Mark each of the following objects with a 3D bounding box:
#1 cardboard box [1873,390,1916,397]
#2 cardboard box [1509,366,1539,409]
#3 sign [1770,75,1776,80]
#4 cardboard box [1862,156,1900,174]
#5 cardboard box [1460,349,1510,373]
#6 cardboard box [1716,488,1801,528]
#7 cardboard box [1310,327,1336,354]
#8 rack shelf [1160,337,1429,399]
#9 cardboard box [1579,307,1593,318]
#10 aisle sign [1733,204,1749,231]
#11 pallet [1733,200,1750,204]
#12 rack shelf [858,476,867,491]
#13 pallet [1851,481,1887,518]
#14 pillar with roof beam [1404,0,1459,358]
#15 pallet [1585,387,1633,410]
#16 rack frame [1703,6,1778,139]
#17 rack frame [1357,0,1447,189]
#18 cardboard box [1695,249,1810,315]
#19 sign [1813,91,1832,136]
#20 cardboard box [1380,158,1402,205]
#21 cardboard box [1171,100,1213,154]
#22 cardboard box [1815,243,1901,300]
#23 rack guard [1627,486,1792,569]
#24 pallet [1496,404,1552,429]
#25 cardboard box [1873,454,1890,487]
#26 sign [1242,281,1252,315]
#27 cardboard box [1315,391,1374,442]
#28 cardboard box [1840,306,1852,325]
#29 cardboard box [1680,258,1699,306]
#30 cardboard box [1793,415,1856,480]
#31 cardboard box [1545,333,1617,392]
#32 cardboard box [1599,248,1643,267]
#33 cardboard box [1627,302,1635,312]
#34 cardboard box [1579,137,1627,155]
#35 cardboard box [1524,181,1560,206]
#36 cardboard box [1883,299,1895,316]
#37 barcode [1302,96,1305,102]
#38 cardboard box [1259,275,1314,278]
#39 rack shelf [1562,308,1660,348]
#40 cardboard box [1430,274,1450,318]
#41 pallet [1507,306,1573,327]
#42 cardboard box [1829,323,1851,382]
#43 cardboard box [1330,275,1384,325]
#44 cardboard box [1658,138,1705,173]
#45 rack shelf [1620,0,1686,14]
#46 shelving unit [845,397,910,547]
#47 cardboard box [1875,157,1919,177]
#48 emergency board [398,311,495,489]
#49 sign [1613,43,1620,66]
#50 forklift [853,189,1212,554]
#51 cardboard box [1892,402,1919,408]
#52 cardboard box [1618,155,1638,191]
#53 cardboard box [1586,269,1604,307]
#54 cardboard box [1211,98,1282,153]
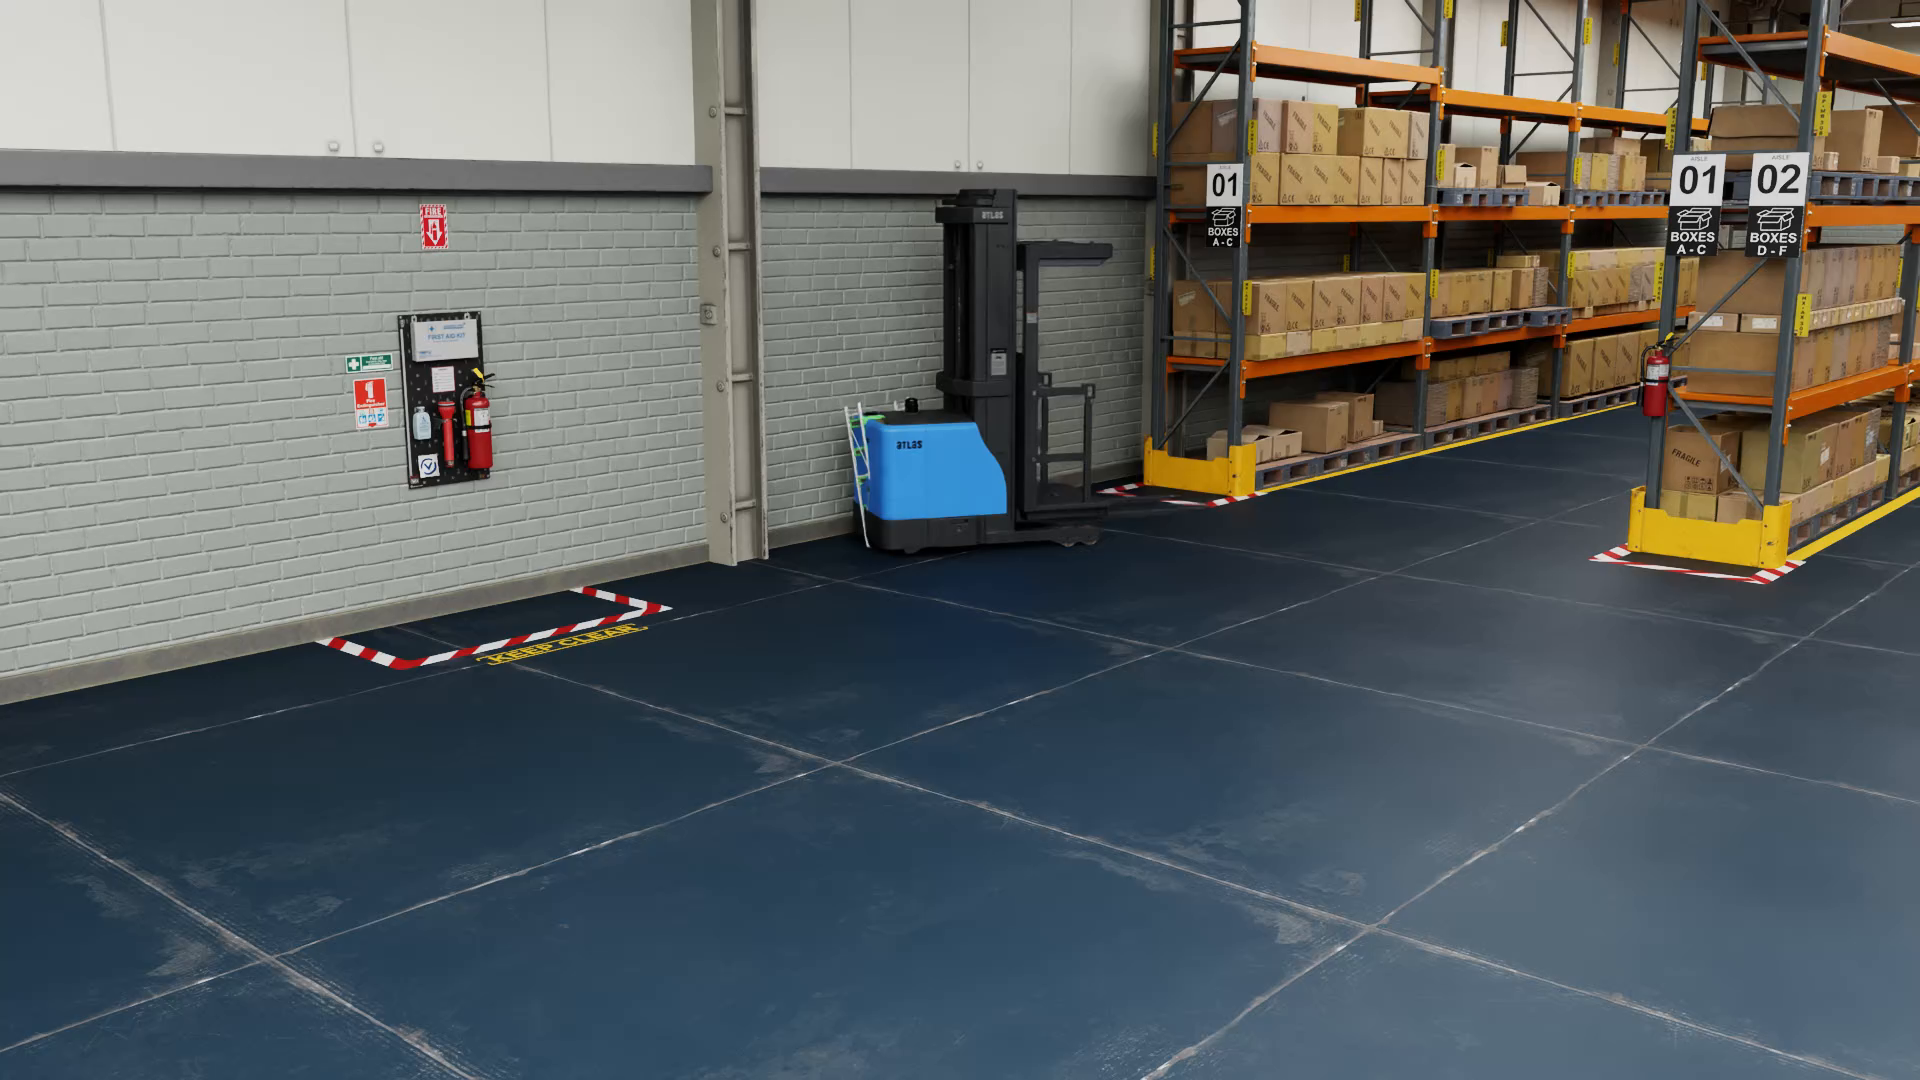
[{"bbox_3d":[10.455,-1.533,18.746,0.500,0.311,0.500,9,15,39],"label":"cardboard box"},{"bbox_3d":[7.203,-2.036,22.003,0.700,0.500,0.500,10,15,41],"label":"cardboard box"},{"bbox_3d":[13.318,-7.702,27.210,0.100,0.325,0.005,10,15,40],"label":"sign"},{"bbox_3d":[8.131,-3.339,14.825,0.380,0.149,0.250,10,15,40],"label":"cardboard box"},{"bbox_3d":[6.779,-2.327,21.550,0.500,0.250,0.500,10,15,41],"label":"cardboard box"},{"bbox_3d":[6.602,-0.249,13.748,0.500,0.250,0.500,10,15,40],"label":"cardboard box"},{"bbox_3d":[3.591,-2.101,17.402,0.500,0.250,0.500,9,15,39],"label":"cardboard box"},{"bbox_3d":[3.678,-1.923,18.016,1.077,0.370,4.000,10,15,40],"label":"rack shelf"},{"bbox_3d":[8.442,-3.127,22.801,0.380,0.149,0.250,10,15,42],"label":"cardboard box"},{"bbox_3d":[13.192,-5.582,27.862,0.394,0.787,0.004,10,15,40],"label":"aisle sign"},{"bbox_3d":[12.438,-5.652,27.420,1.003,0.211,1.213,10,15,40],"label":"pallet"},{"bbox_3d":[-0.593,-0.505,13.970,0.480,0.148,0.258,-10,1,-33],"label":"rack shelf"},{"bbox_3d":[8.165,-0.451,15.929,1.003,0.211,1.213,10,15,40],"label":"pallet"},{"bbox_3d":[9.365,-5.464,18.593,9.100,9.000,0.400,10,15,40],"label":"pillar with roof beam"},{"bbox_3d":[9.021,-2.076,24.065,1.003,0.211,1.213,10,15,40],"label":"pallet"},{"bbox_3d":[12.920,-7.277,27.671,1.000,3.000,0.127,10,15,40],"label":"rack frame"},{"bbox_3d":[4.998,-5.512,18.831,1.000,3.000,0.127,10,15,40],"label":"rack frame"},{"bbox_3d":[6.434,-2.101,13.506,0.700,0.500,0.500,10,15,41],"label":"cardboard box"},{"bbox_3d":[6.494,-3.207,12.518,0.100,0.325,0.005,10,15,40],"label":"sign"},{"bbox_3d":[4.507,-3.921,18.217,0.500,0.500,0.500,8,14,36],"label":"cardboard box"},{"bbox_3d":[2.446,-4.099,16.556,0.500,0.500,0.500,11,15,43],"label":"cardboard box"},{"bbox_3d":[8.434,-2.549,15.747,0.700,0.500,0.500,10,15,41],"label":"cardboard box"},{"bbox_3d":[6.066,-0.112,13.495,1.175,0.500,0.348,10,15,40],"label":"rack guard"},{"bbox_3d":[7.122,-1.676,22.064,1.003,0.211,1.213,10,15,40],"label":"pallet"},{"bbox_3d":[8.580,-0.691,15.960,0.500,0.250,0.500,10,15,40],"label":"cardboard box"},{"bbox_3d":[2.766,-2.336,16.036,0.100,0.325,0.005,10,15,40],"label":"sign"},{"bbox_3d":[4.343,-1.402,18.830,0.500,0.500,0.500,8,14,36],"label":"cardboard box"},{"bbox_3d":[7.517,-1.964,14.476,0.380,0.149,0.250,10,15,41],"label":"cardboard box"},{"bbox_3d":[11.135,-4.078,26.205,0.980,0.700,0.700,9,15,39],"label":"cardboard box"},{"bbox_3d":[7.595,-0.837,14.777,0.500,0.500,0.500,10,15,40],"label":"cardboard box"},{"bbox_3d":[8.806,-2.529,23.633,0.750,0.750,0.750,10,15,40],"label":"cardboard box"},{"bbox_3d":[9.482,-4.068,23.942,0.500,0.250,0.500,10,15,41],"label":"cardboard box"},{"bbox_3d":[9.574,-3.401,24.170,0.380,0.149,0.250,10,15,40],"label":"cardboard box"},{"bbox_3d":[9.247,-5.655,23.912,0.500,0.250,0.500,9,15,39],"label":"cardboard box"},{"bbox_3d":[7.366,-4.454,21.373,0.500,0.311,0.500,10,15,40],"label":"cardboard box"},{"bbox_3d":[8.539,-2.193,15.622,0.380,0.149,0.250,9,15,39],"label":"cardboard box"},{"bbox_3d":[3.758,-4.823,18.193,0.001,0.075,0.075,10,15,40],"label":"barcode"},{"bbox_3d":[3.519,-2.606,18.015,0.500,0.500,0.500,10,15,41],"label":"cardboard box"},{"bbox_3d":[8.959,-3.100,23.909,1.077,0.370,4.000,10,15,40],"label":"rack shelf"},{"bbox_3d":[5.360,-2.905,19.719,0.700,0.500,0.500,10,15,41],"label":"cardboard box"},{"bbox_3d":[7.248,-2.946,21.790,1.213,0.211,1.003,10,15,40],"label":"pallet"},{"bbox_3d":[7.419,-1.685,14.736,0.700,0.500,0.500,10,15,42],"label":"cardboard box"},{"bbox_3d":[4.253,-2.617,18.074,0.500,0.500,0.500,9,15,39],"label":"cardboard box"},{"bbox_3d":[10.960,-5.835,25.252,0.500,0.500,0.500,10,15,40],"label":"cardboard box"},{"bbox_3d":[8.959,-7.671,22.996,1.077,0.370,4.000,10,15,40],"label":"rack shelf"},{"bbox_3d":[-0.603,-0.568,13.969,0.503,1.200,0.258,-10,1,-33],"label":"shelving unit"},{"bbox_3d":[9.136,-3.623,16.342,0.500,0.250,0.500,-10,15,-42],"label":"cardboard box"},{"bbox_3d":[-3.450,-0.955,11.332,0.194,1.169,0.643,10,15,40],"label":"emergency board"},{"bbox_3d":[9.878,-7.300,24.994,0.100,0.325,0.005,10,15,40],"label":"sign"},{"bbox_3d":[0.657,-1.474,14.106,3.031,2.935,1.130,-4,12,-18],"label":"forklift"},{"bbox_3d":[10.196,-1.317,17.665,0.500,0.311,0.500,10,15,42],"label":"cardboard box"},{"bbox_3d":[9.297,-5.277,23.936,0.700,0.500,0.500,9,15,39],"label":"cardboard box"},{"bbox_3d":[8.504,-3.477,22.896,0.500,0.500,0.500,10,15,42],"label":"cardboard box"},{"bbox_3d":[2.795,-4.027,16.195,0.500,0.500,0.500,8,14,36],"label":"cardboard box"}]
